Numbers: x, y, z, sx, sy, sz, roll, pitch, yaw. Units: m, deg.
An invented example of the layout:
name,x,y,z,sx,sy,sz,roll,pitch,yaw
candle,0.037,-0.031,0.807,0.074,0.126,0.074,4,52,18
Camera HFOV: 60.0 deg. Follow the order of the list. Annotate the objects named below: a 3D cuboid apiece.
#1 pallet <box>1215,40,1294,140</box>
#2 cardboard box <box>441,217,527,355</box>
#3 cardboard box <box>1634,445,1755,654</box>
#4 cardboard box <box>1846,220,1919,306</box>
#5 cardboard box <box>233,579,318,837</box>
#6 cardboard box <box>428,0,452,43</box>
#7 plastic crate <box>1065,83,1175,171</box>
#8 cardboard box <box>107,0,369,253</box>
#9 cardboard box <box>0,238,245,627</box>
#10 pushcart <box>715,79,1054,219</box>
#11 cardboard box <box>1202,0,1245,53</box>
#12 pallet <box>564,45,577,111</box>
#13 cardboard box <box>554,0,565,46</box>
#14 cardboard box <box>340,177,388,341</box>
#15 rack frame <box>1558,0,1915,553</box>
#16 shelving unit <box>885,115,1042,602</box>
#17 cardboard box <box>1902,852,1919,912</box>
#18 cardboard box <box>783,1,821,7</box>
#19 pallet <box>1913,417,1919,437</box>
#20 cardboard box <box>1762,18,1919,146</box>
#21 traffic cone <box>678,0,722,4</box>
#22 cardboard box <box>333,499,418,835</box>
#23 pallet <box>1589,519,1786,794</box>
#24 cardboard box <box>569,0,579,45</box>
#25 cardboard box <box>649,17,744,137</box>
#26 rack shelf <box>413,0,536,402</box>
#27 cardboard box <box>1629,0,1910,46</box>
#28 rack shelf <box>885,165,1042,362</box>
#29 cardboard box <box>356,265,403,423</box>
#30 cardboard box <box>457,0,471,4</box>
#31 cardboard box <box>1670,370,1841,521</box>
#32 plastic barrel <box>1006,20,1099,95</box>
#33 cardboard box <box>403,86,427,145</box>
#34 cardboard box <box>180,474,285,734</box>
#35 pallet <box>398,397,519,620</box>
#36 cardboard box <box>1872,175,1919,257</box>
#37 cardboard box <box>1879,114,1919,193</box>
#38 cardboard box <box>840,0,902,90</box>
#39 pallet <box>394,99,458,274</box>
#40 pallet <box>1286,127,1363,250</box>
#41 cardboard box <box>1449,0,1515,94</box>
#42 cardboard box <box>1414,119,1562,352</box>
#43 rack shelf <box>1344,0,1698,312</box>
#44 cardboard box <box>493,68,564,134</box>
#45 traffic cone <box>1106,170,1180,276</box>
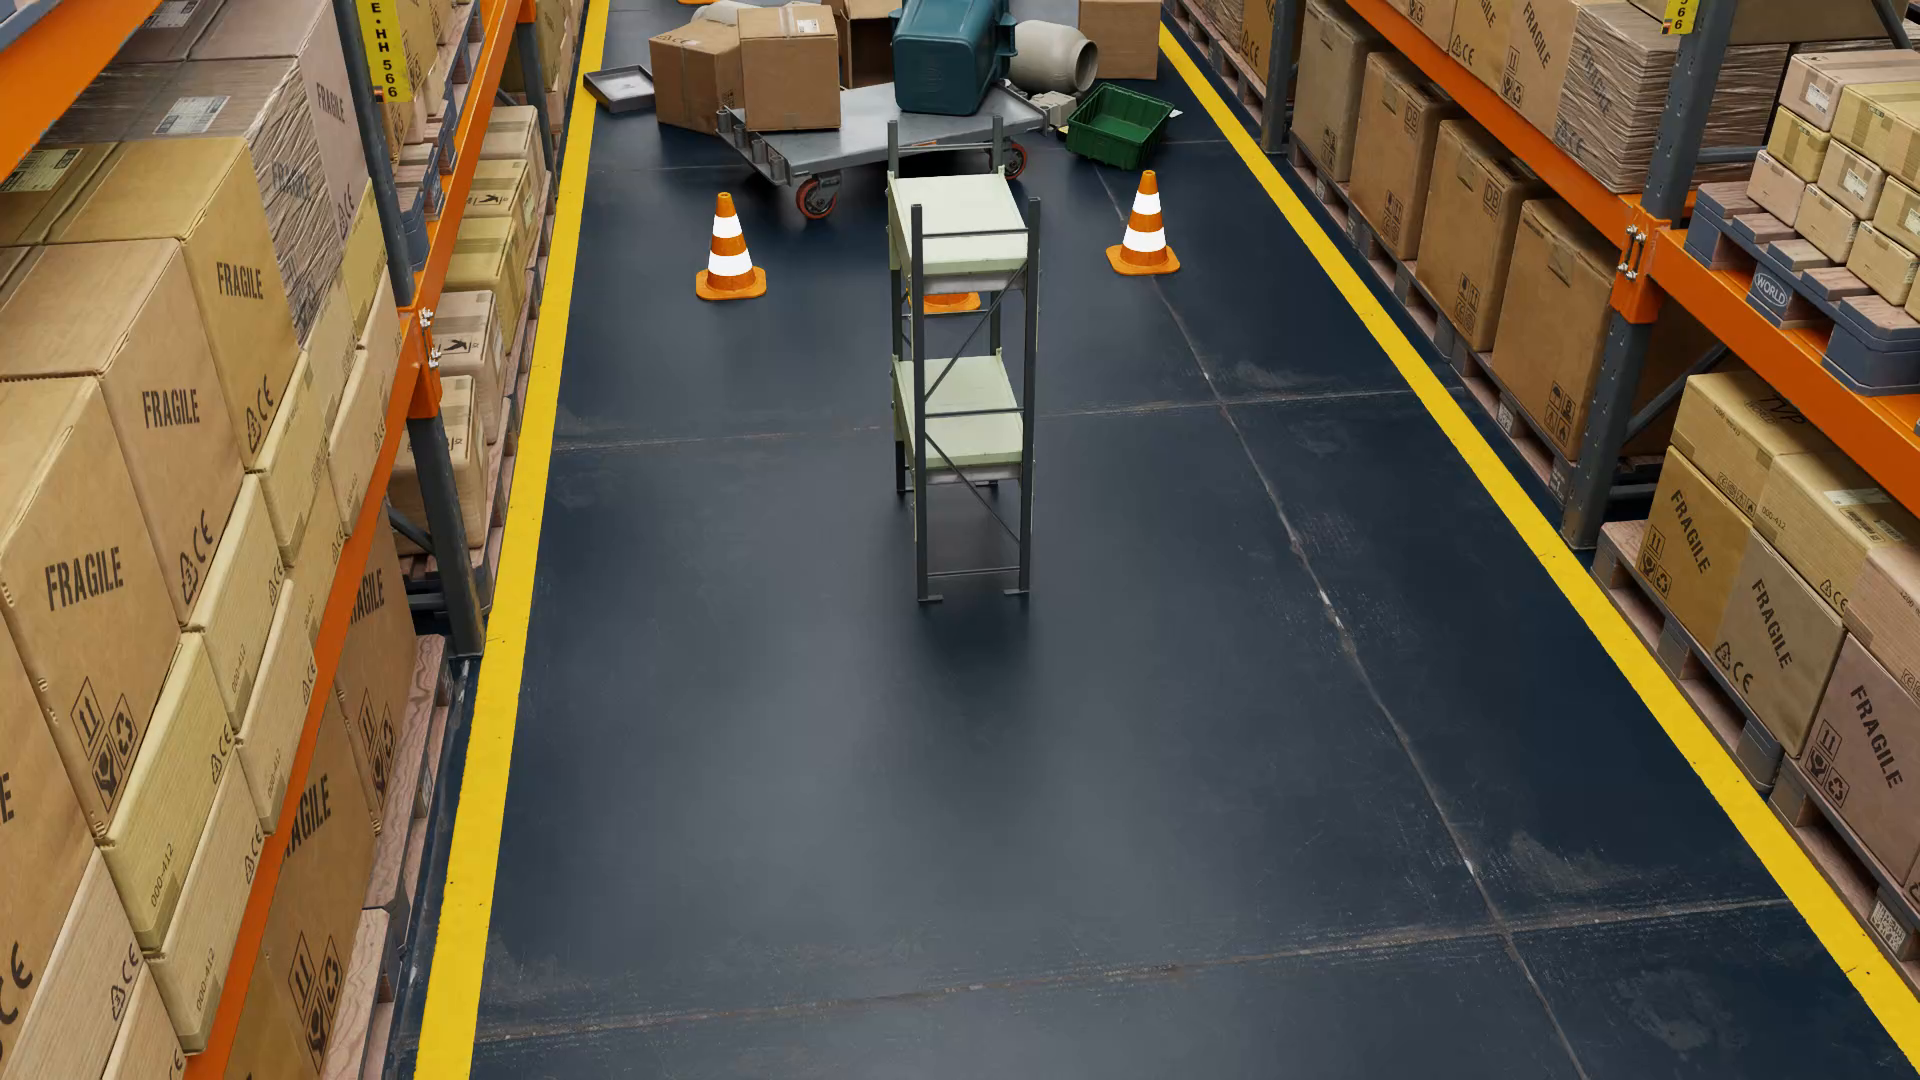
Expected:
name,x,y,z,sx,sy,sz,roll,pitch,yaw
pallet,2.202,-2.776,10.136,1.003,0.211,1.213,-4,35,-6
cardboard box,-2.396,-1.073,7.121,0.950,0.372,0.625,-3,34,-5
cardboard box,2.607,0.008,5.422,0.500,0.500,0.500,-6,35,-8
cardboard box,2.698,-0.770,4.567,0.380,0.149,0.250,-3,34,-4
cardboard box,-1.569,0.339,3.222,0.500,0.250,0.500,-5,35,-7
cardboard box,-2.113,-2.027,5.835,0.500,0.500,0.500,-4,34,-6
plastic crate,0.905,-2.357,9.491,0.450,0.188,0.662,21,39,12
cardboard box,-1.798,-1.020,4.107,0.500,0.500,0.500,-5,35,-8
cardboard box,-1.600,-0.174,2.865,0.500,0.500,0.500,-5,35,-7
pushcart,-0.412,-2.183,9.119,1.648,0.377,0.936,-16,38,-23
cardboard box,2.087,-3.652,10.459,0.875,0.875,0.875,-4,34,-6
pallet,-2.957,-2.969,10.419,1.003,0.211,1.213,-4,35,-6
cardboard box,-2.560,-3.061,9.481,0.500,0.500,0.500,-3,34,-4
cardboard box,-1.810,-0.728,4.344,0.500,0.250,0.500,-4,35,-7
rack frame,2.765,-1.266,5.444,1.000,3.000,0.127,-4,35,-6
shelving unit,-0.001,-0.623,5.833,0.431,1.500,0.755,-4,35,-6
cardboard box,2.820,0.859,4.172,0.500,0.500,0.500,-5,35,-7
cardboard box,-1.025,-3.542,11.316,0.380,0.149,0.250,13,36,18
pallet,3.072,-0.085,3.881,1.003,0.211,1.213,-4,35,-6
cardboard box,2.972,-1.578,5.813,0.500,0.500,0.500,-4,34,-6
traffic cone,-1.866,-4.108,11.867,0.336,0.463,0.334,-4,35,-6
cardboard box,-2.116,0.262,4.716,0.875,0.875,0.875,-5,35,-7
pallet,2.869,0.323,5.589,1.003,0.211,1.213,-4,35,-6
cardboard box,-2.689,-3.324,10.533,0.500,0.250,0.500,-6,35,-8
cardboard box,-1.460,-2.736,9.818,0.500,0.500,0.500,20,39,26
rack shelf,-2.396,-1.653,6.651,1.077,0.370,4.000,-4,35,-6
cardboard box,2.714,-1.971,5.502,0.700,0.500,0.500,-5,35,-7
rack shelf,-0.001,-0.946,5.613,0.431,0.370,0.720,-4,35,-6
cardboard box,-1.801,-0.510,4.468,0.500,0.250,0.500,-6,35,-8
cardboard box,-2.199,-2.300,6.811,0.380,0.149,0.250,-4,35,-6
cardboard box,2.618,-0.313,5.226,0.500,0.250,0.500,-6,35,-9
plastic barrel,0.554,-2.950,10.203,0.512,0.421,0.421,20,39,26
cardboard box,-1.982,-1.416,5.514,0.380,0.149,0.250,-7,35,-9
cardboard box,-1.578,0.132,3.082,0.500,0.250,0.500,-5,35,-8
pallet,-2.230,-0.118,6.236,1.003,0.211,1.213,-4,35,-6
cardboard box,2.709,-0.873,4.454,0.380,0.149,0.250,-5,35,-8
cardboard box,2.702,-1.022,4.407,0.380,0.149,0.250,-5,35,-7
cardboard box,-0.324,-3.013,10.104,0.797,0.637,0.503,-4,35,-6
pallet,-2.328,-1.145,5.436,1.213,0.211,1.003,-4,35,-6
pallet,2.405,-1.921,8.881,1.003,0.211,1.213,-4,35,-6
cardboard box,2.305,-2.095,6.572,0.500,0.500,0.500,-5,35,-7
cardboard box,2.651,-1.344,7.183,1.050,0.750,0.750,-4,34,-6
rack shelf,2.496,-2.084,7.284,1.077,0.370,4.000,-4,35,-6
cardboard box,-2.476,-2.453,9.255,0.500,0.250,0.500,-6,35,-9
traffic cone,0.911,-1.587,8.167,0.336,0.463,0.334,-4,35,-6
